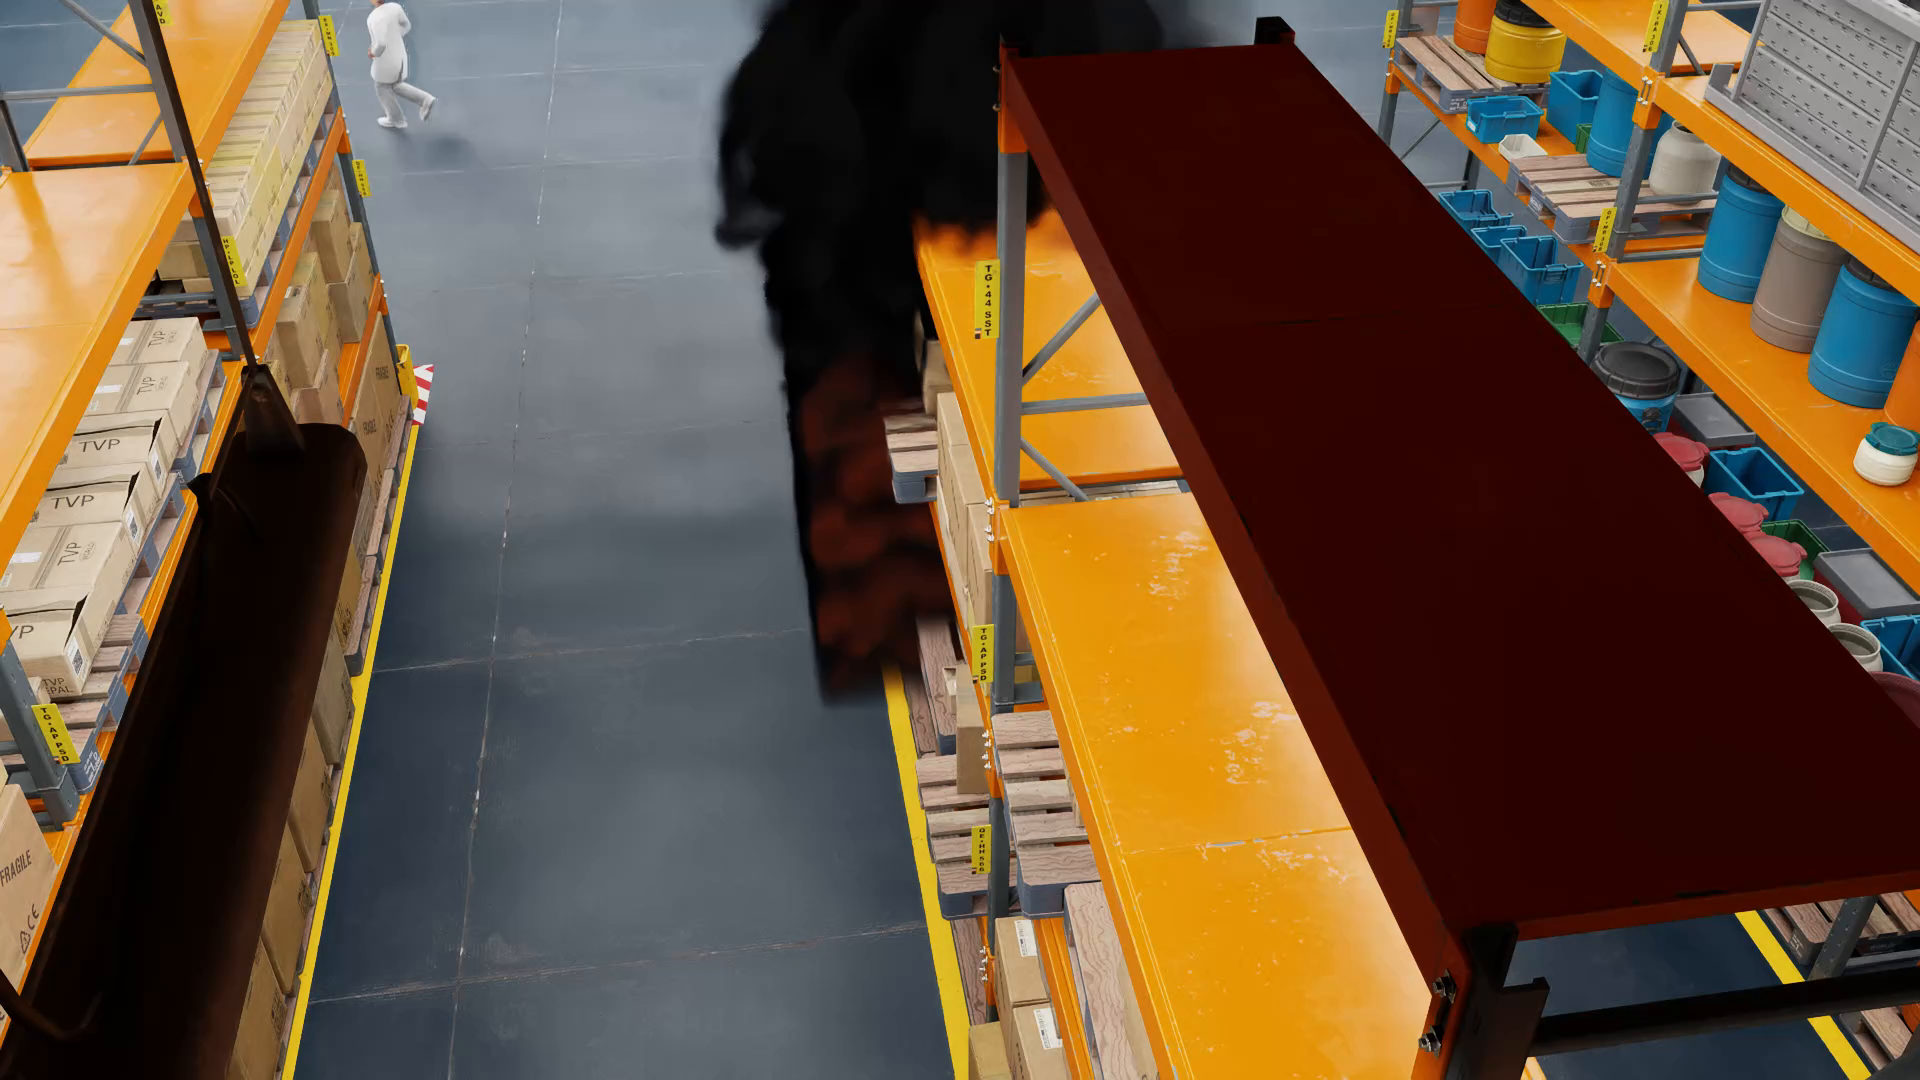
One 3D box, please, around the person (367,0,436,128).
[{"bbox_3d":[-6.729,-5.719,19.765,0.820,1.743,0.702,10,38,14],"label":"person"}]
